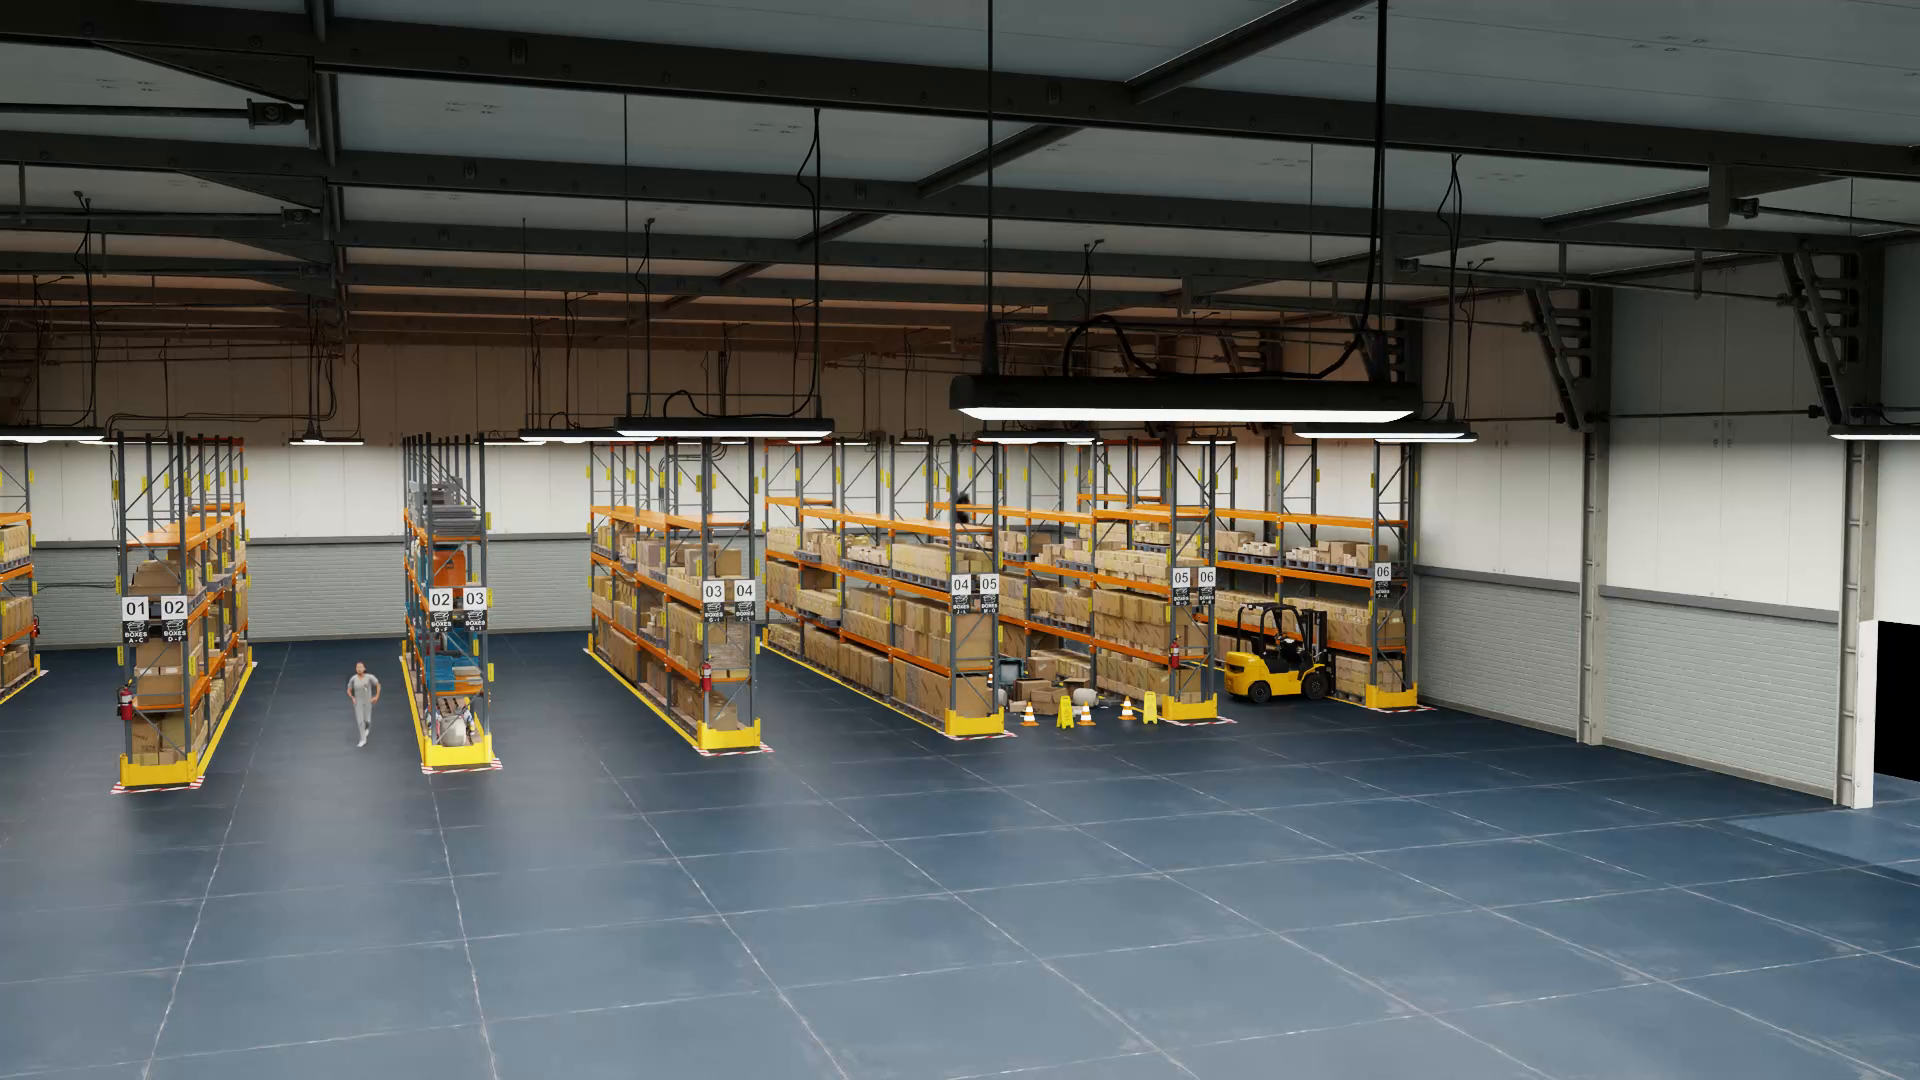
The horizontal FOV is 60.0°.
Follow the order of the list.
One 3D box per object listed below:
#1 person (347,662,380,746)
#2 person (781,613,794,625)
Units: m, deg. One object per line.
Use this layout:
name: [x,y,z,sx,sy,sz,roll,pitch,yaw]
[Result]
person: [-11.480,3.145,32.005,0.593,1.636,0.631,-1,3,-12]
person: [-5.080,2.197,49.756,0.588,1.588,0.792,0,3,4]
